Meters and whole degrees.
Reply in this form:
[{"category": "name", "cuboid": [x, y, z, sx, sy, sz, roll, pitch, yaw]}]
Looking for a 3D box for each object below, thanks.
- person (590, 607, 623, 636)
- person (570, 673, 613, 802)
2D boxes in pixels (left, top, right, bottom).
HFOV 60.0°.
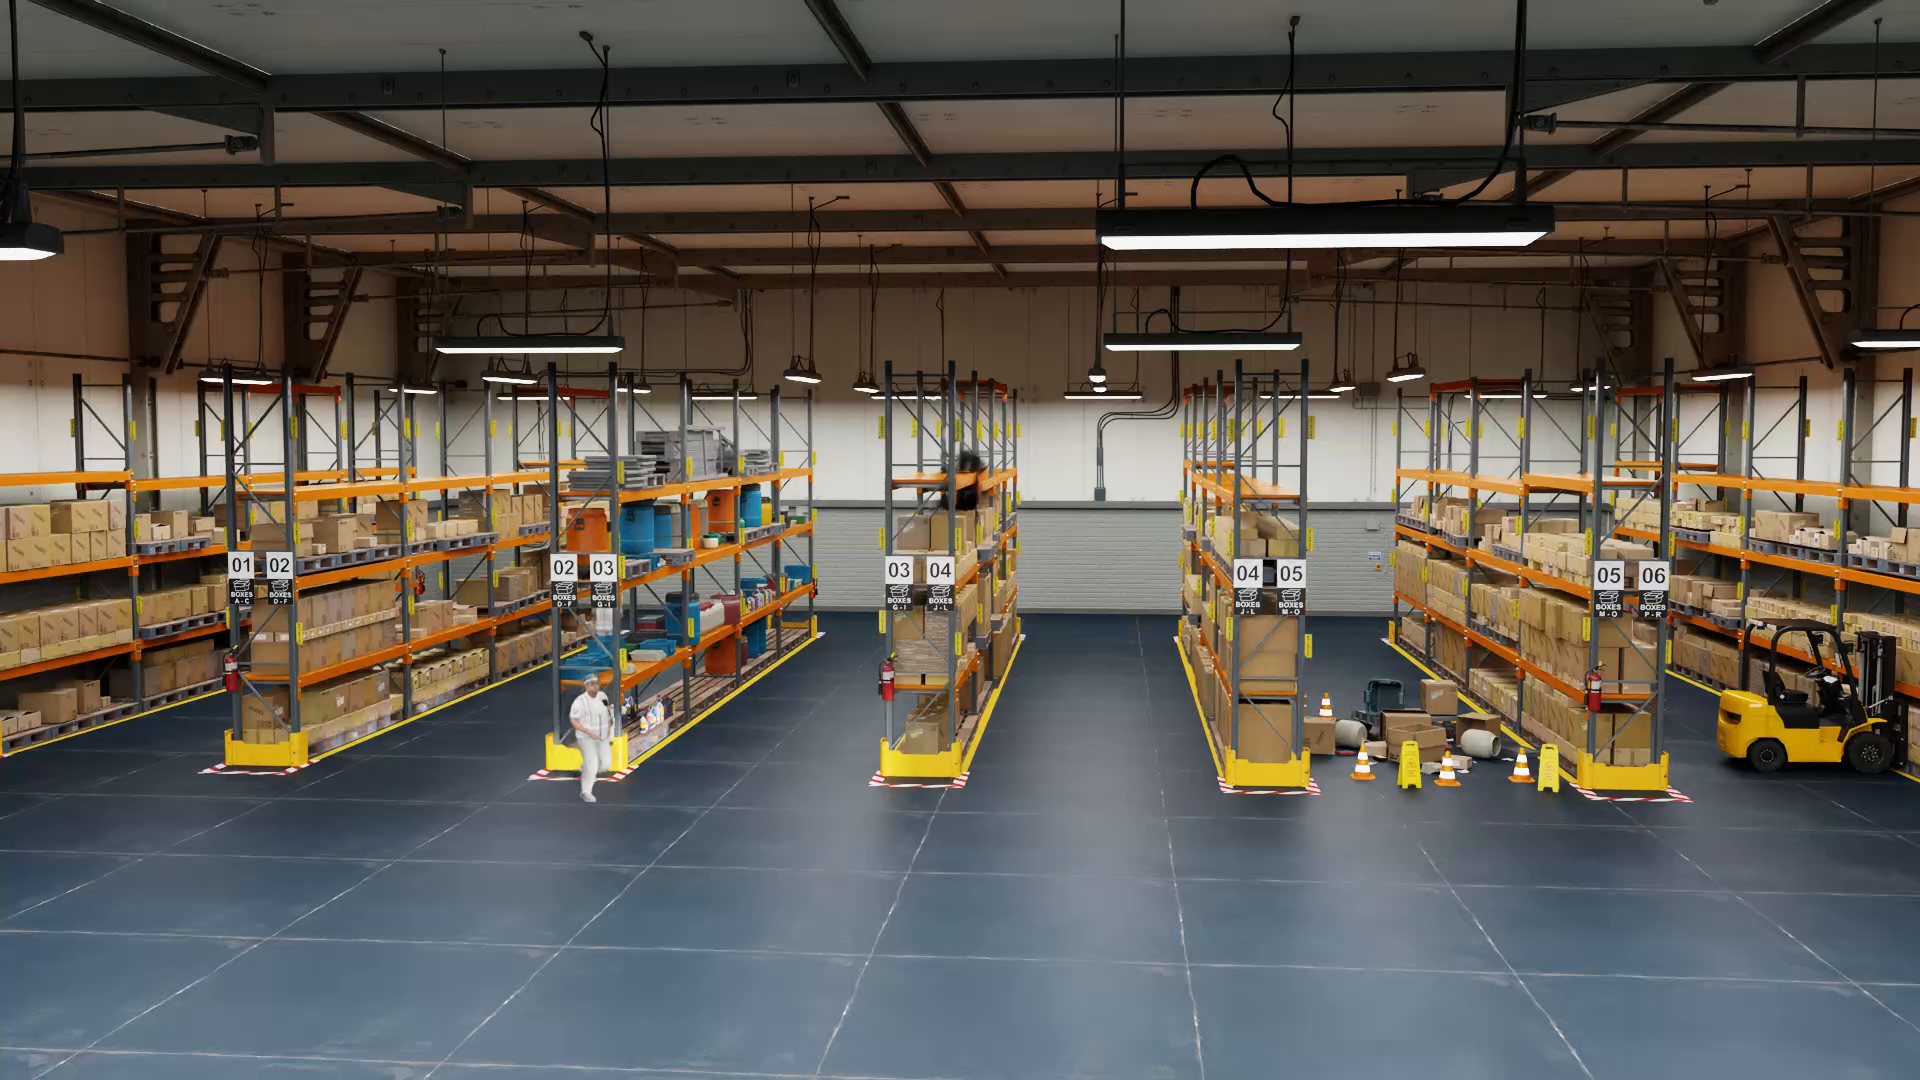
[{"category": "person", "cuboid": [-7.362, 1.863, 34.558, 0.678, 1.733, 0.620, 0, 4, 0]}, {"category": "person", "cuboid": [-4.978, 2.660, 22.548, 0.676, 1.754, 0.687, 4, 5, 43]}]
